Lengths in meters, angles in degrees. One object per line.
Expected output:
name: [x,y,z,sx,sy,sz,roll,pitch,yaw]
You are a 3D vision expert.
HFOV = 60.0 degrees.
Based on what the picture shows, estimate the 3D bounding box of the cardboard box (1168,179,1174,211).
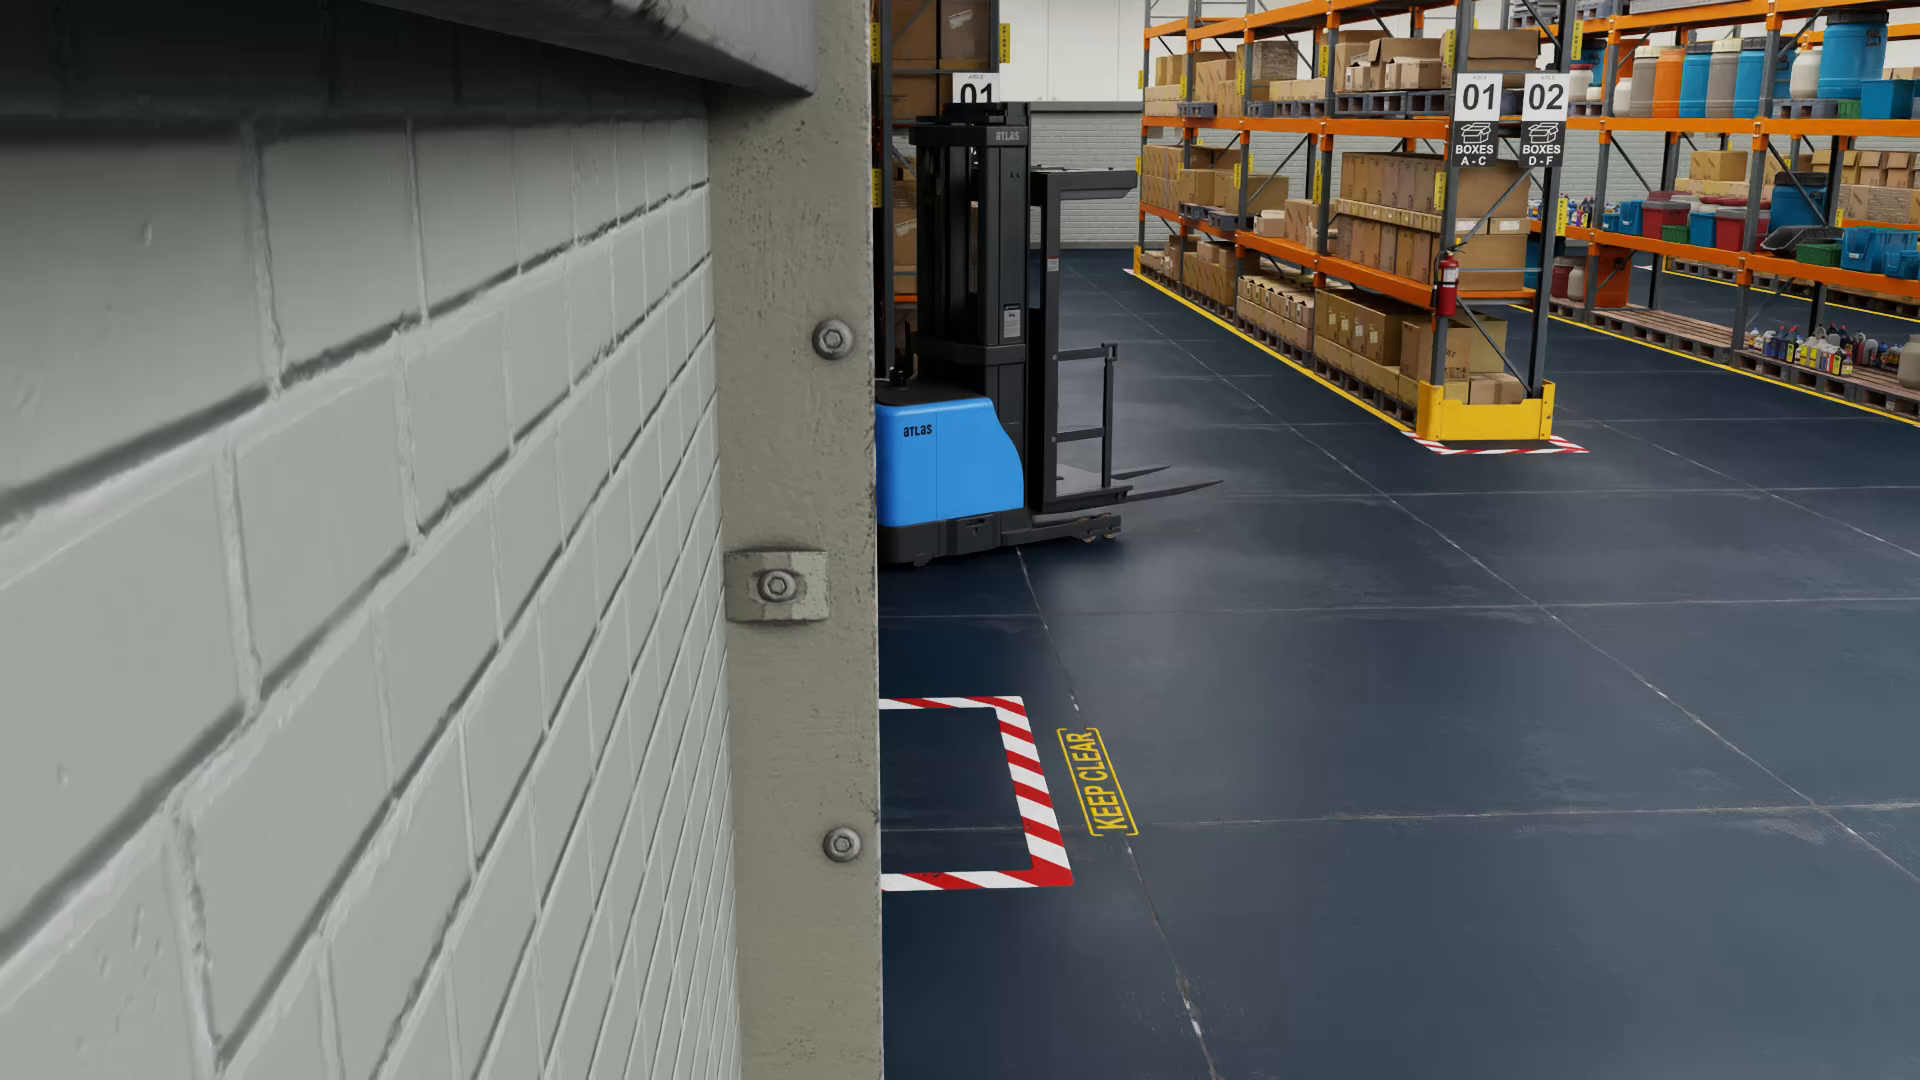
cardboard box: [3.714,-5.686,27.405,0.500,0.500,0.500,0,14,-2]

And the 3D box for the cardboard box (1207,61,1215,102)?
cardboard box: [4.056,-6.850,24.865,0.600,0.600,0.600,-1,14,-4]

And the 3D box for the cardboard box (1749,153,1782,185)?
cardboard box: [13.599,-6.211,27.844,0.500,0.500,0.500,-1,14,-3]

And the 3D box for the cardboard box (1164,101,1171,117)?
cardboard box: [3.679,-7.135,27.517,0.500,0.250,0.500,-1,14,-3]

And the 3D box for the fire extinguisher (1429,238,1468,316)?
fire extinguisher: [4.321,-2.331,14.720,0.296,0.674,0.183,-1,14,-3]

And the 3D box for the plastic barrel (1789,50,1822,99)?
plastic barrel: [9.304,-5.075,18.145,0.421,0.512,0.421,0,14,0]

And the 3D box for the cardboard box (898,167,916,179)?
cardboard box: [-0.611,-4.807,21.805,0.380,0.149,0.250,-3,15,-11]

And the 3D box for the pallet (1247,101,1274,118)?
pallet: [4.413,-5.588,21.585,1.213,0.211,1.003,0,14,-1]

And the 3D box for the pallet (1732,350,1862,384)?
pallet: [9.474,-1.957,18.708,1.003,0.211,1.213,-1,14,-3]

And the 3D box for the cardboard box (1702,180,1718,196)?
cardboard box: [13.500,-6.230,29.422,0.500,0.250,0.500,-1,14,-5]

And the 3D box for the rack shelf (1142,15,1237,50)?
rack shelf: [3.910,-8.442,27.727,1.077,0.370,4.000,-1,14,-3]

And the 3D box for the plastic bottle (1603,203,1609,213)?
plastic bottle: [9.496,-4.814,24.451,0.061,0.283,0.133,-1,14,-3]

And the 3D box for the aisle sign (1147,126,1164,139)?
aisle sign: [3.489,-7.655,30.043,0.394,0.787,0.004,-1,14,-3]

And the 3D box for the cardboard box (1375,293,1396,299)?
cardboard box: [4.796,-2.398,17.997,0.500,0.500,0.500,-1,14,-3]

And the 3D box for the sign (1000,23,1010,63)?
sign: [0.375,-4.212,14.102,0.100,0.325,0.005,-1,14,-3]

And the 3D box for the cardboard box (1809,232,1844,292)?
cardboard box: [14.037,-4.334,25.774,1.225,0.875,0.875,-1,14,-5]

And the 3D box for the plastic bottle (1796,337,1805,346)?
plastic bottle: [9.168,-2.077,18.170,0.097,0.271,0.097,0,14,0]

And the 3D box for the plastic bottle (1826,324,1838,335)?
plastic bottle: [9.801,-2.249,18.683,0.144,0.351,0.185,-1,14,-5]

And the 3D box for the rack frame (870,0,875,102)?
rack frame: [-0.662,-7.222,21.537,1.000,3.000,0.127,-1,14,-3]

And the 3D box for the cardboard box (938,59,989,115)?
cardboard box: [0.062,-3.925,14.501,0.500,0.500,0.500,-1,14,-2]

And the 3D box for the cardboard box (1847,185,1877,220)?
cardboard box: [13.800,-5.093,25.102,0.500,0.500,0.500,-1,14,-2]

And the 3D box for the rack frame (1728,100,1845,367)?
rack frame: [9.474,-3.475,19.013,1.000,3.000,0.127,-1,14,-3]

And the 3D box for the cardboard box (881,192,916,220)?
cardboard box: [-0.565,-3.373,17.374,0.500,0.500,0.500,-1,14,-4]

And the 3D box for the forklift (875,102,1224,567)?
forklift: [0.518,-1.506,11.496,3.031,2.935,1.130,-9,17,-33]

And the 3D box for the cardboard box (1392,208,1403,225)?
cardboard box: [4.482,-3.181,16.369,0.380,0.149,0.250,0,14,-2]

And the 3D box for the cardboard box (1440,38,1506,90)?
cardboard box: [4.947,-4.594,16.018,0.500,0.500,0.500,-1,14,-3]

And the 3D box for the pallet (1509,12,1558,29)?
pallet: [9.060,-7.880,25.273,1.003,0.211,1.213,-1,14,-3]

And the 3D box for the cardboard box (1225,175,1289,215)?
cardboard box: [4.130,-4.801,23.123,0.700,0.500,0.500,-6,16,-22]

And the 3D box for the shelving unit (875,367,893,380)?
shelving unit: [-0.667,-0.539,11.188,0.258,1.200,0.503,6,15,36]

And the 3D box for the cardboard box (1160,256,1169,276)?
cardboard box: [3.669,-4.624,27.991,0.500,0.311,0.500,-1,14,-3]

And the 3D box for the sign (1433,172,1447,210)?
sign: [4.235,-3.075,14.660,0.100,0.325,0.005,-1,14,-3]

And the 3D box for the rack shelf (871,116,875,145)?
rack shelf: [-0.538,-4.924,20.067,1.077,0.370,4.000,-1,14,-3]

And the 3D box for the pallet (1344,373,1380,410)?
pallet: [4.616,-1.547,17.113,1.003,0.211,1.213,-1,14,-3]

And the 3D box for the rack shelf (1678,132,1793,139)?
rack shelf: [13.798,-7.143,28.692,1.077,0.370,4.000,-1,14,-3]

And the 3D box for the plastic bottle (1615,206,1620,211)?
plastic bottle: [9.453,-4.663,23.890,0.097,0.271,0.097,0,14,0]

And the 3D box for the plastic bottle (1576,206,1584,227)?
plastic bottle: [8.761,-4.565,23.482,0.061,0.283,0.133,-1,14,-3]

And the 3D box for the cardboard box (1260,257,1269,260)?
cardboard box: [4.404,-4.025,25.286,0.500,0.500,0.500,-1,14,-3]

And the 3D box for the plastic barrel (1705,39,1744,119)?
plastic barrel: [9.185,-5.456,19.687,0.600,0.901,0.600,0,14,0]

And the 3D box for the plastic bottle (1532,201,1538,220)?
plastic bottle: [8.678,-4.964,25.058,0.097,0.271,0.097,0,14,0]

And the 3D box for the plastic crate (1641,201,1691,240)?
plastic crate: [9.021,-4.094,21.291,0.402,0.464,0.583,-1,14,-3]

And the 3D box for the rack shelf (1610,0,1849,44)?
rack shelf: [9.350,-6.336,20.338,1.077,0.370,4.000,-1,14,-3]

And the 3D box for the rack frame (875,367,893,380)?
rack frame: [-0.520,-0.586,11.378,0.240,1.200,0.015,6,15,36]

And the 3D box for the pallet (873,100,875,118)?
pallet: [-0.413,-5.097,19.673,1.213,0.211,1.003,-1,14,-3]

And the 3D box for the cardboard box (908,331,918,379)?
cardboard box: [-0.150,-1.828,16.746,0.700,0.500,0.500,-2,15,-7]

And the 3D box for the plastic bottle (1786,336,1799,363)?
plastic bottle: [9.090,-2.077,18.147,0.061,0.283,0.133,0,14,-1]

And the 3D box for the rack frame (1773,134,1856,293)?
rack frame: [13.922,-5.541,27.043,1.000,3.000,0.127,-1,14,-3]

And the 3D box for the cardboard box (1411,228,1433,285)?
cardboard box: [4.724,-2.700,15.799,0.700,0.500,0.500,-1,14,-2]

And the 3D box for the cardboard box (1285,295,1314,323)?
cardboard box: [4.180,-2.768,19.816,0.500,0.311,0.500,0,14,-2]

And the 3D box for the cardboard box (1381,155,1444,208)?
cardboard box: [4.657,-3.591,16.661,0.700,0.500,0.500,-1,14,-3]

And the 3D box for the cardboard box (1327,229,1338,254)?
cardboard box: [4.456,-3.449,19.211,0.500,0.250,0.500,0,14,0]

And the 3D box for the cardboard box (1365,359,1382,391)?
cardboard box: [4.374,-1.654,16.609,0.500,0.250,0.500,-1,14,-3]

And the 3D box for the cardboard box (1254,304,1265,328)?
cardboard box: [4.091,-2.877,21.364,0.500,0.250,0.500,-1,14,-5]
